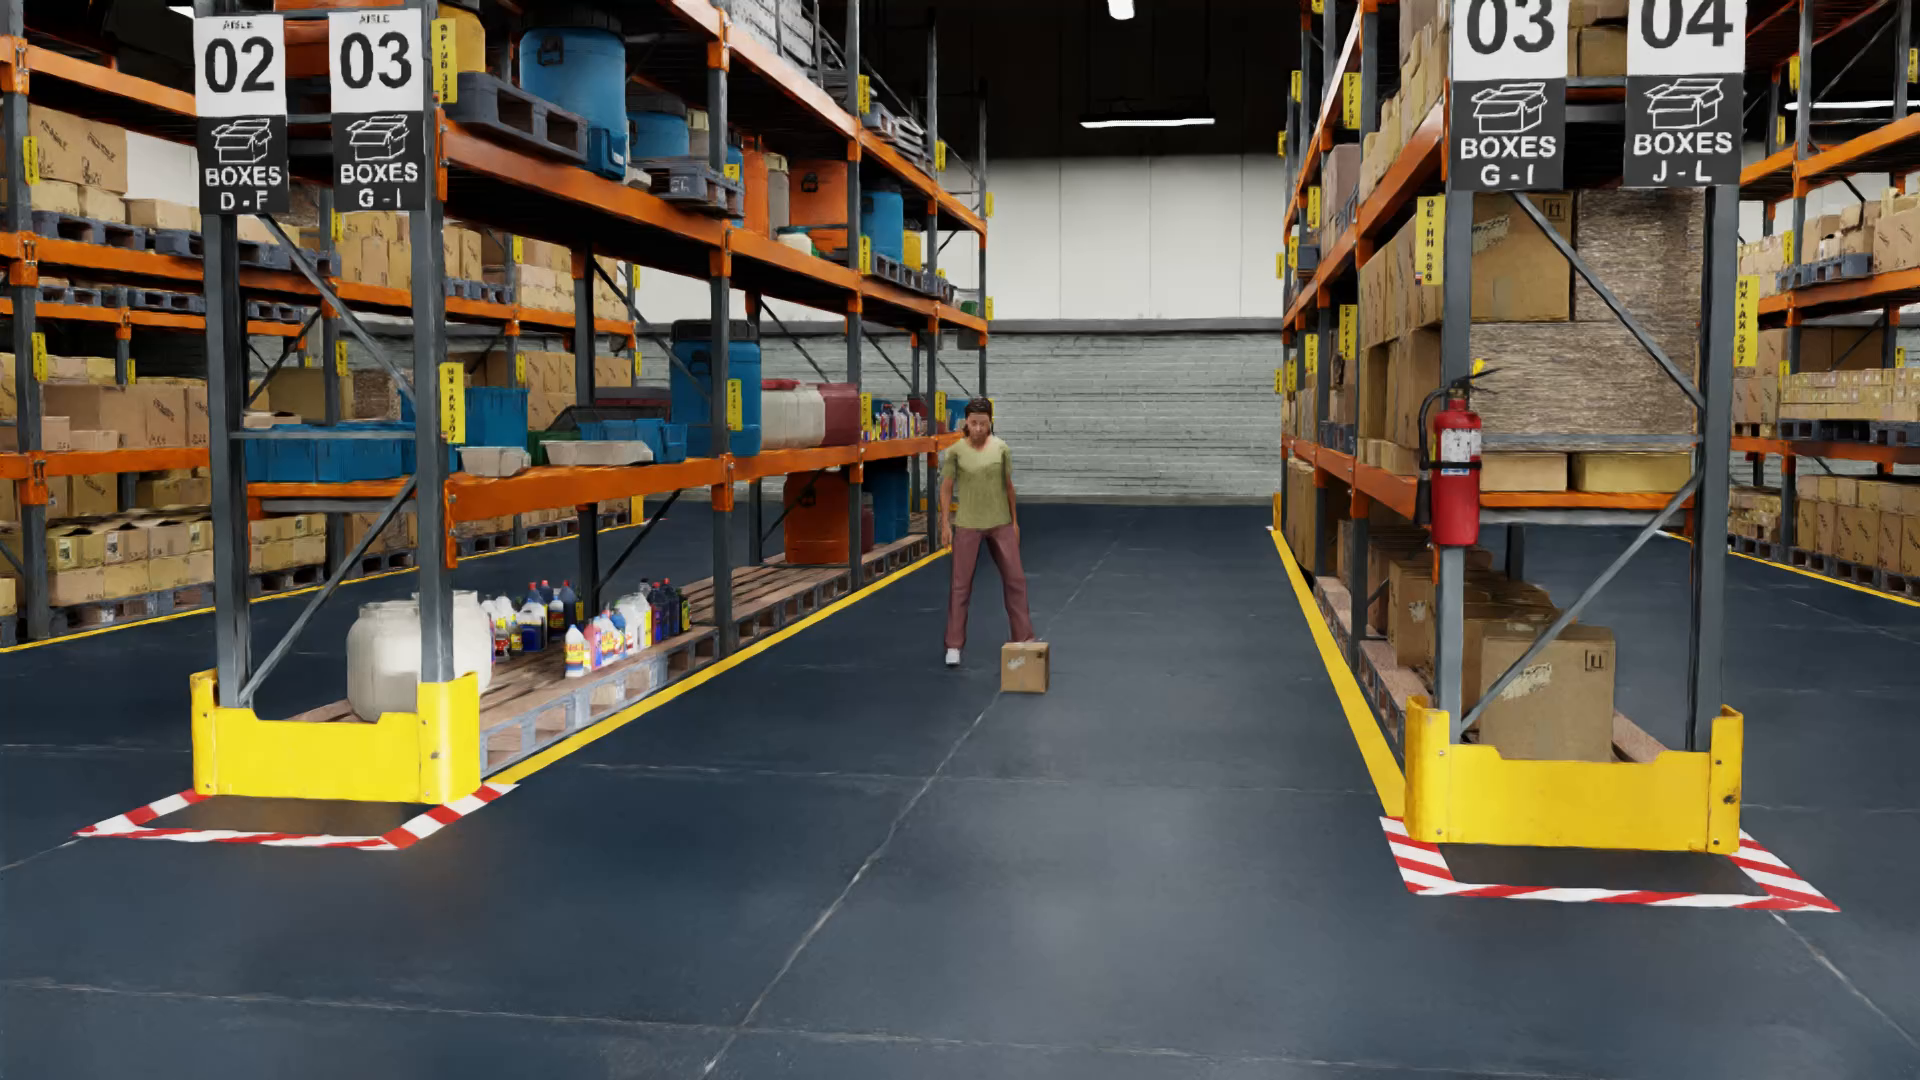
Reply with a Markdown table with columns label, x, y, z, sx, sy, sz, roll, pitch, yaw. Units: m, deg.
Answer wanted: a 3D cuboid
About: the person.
| label | x | y | z | sx | sy | sz | roll | pitch | yaw |
| --- | --- | --- | --- | --- | --- | --- | --- | --- | --- |
| person | 0.184 | -0.064 | 10.397 | 0.597 | 1.674 | 0.445 | -1 | 5 | -9 |
